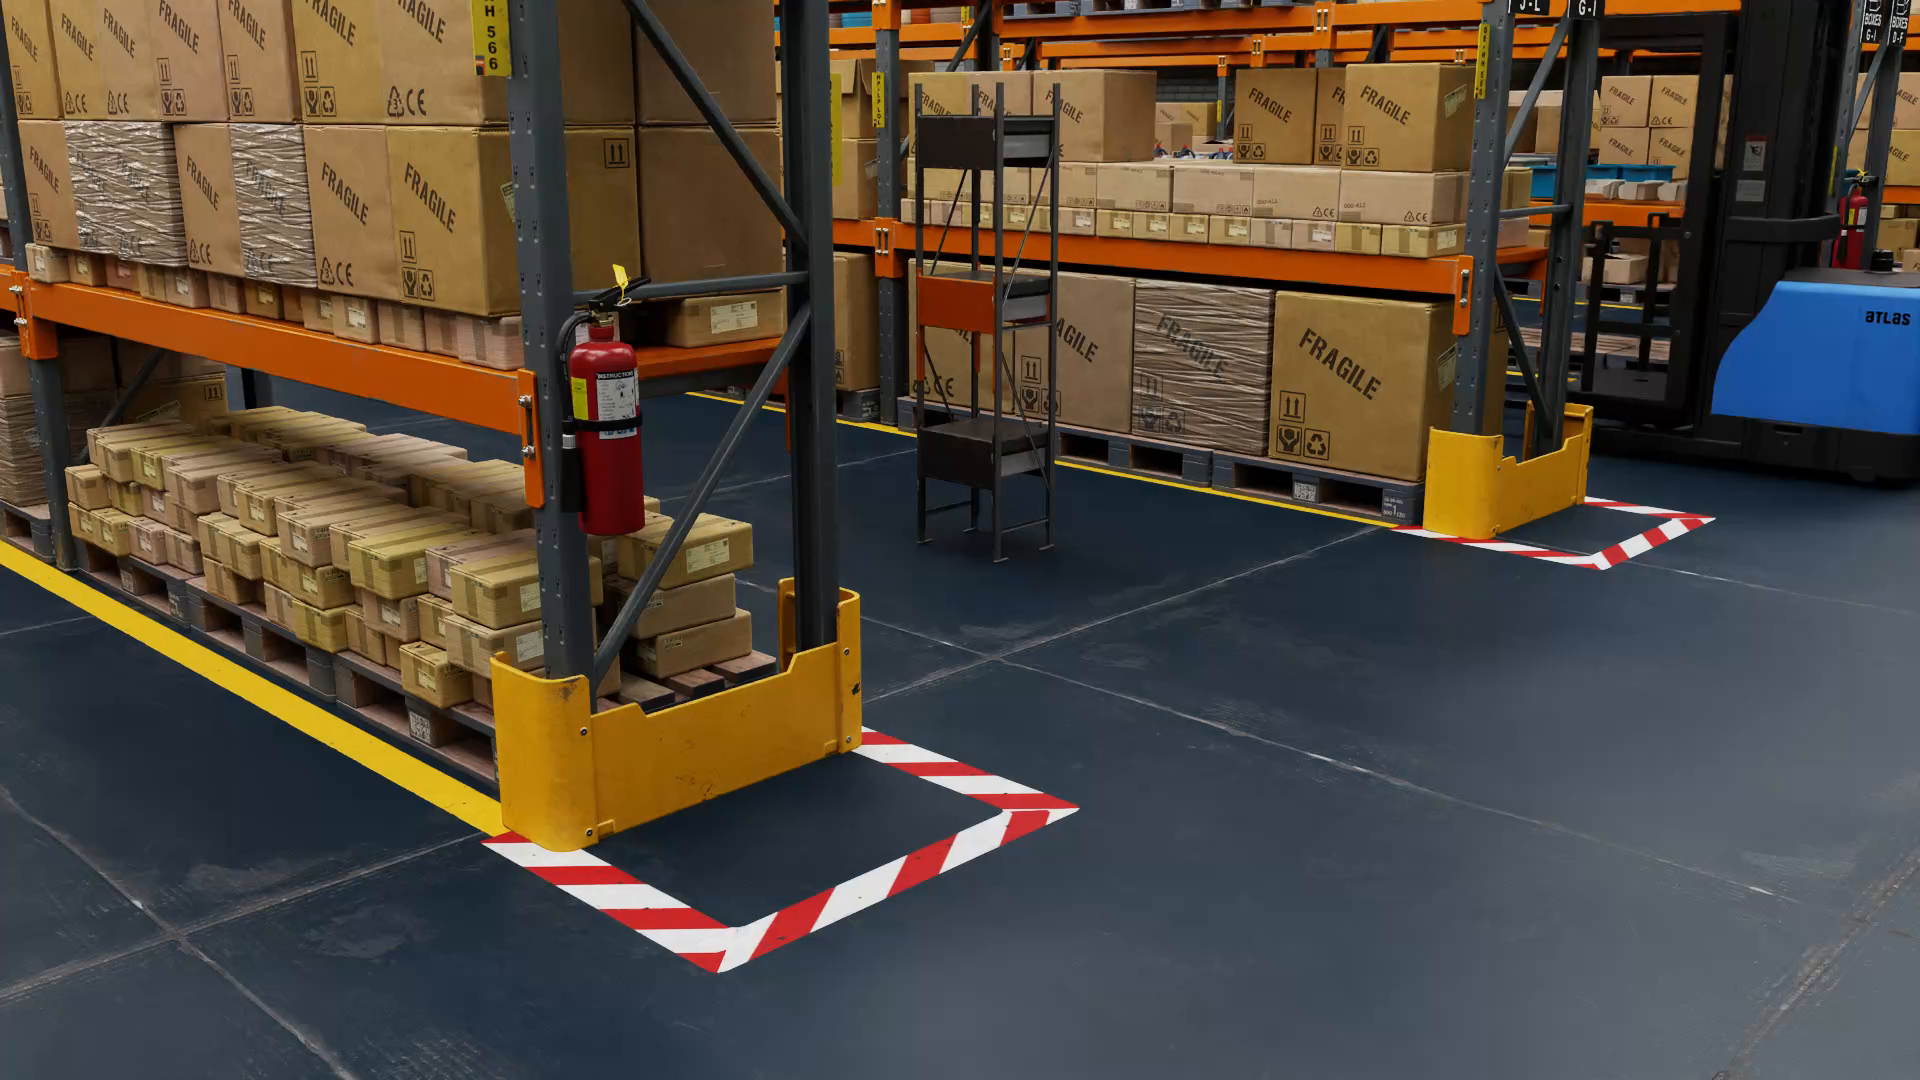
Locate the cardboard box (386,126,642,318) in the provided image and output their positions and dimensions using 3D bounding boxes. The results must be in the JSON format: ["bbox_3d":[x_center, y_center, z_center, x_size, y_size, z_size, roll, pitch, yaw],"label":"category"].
[{"bbox_3d":[-1.268,-0.926,4.748,0.500,0.500,0.500,-14,20,-43],"label":"cardboard box"}]

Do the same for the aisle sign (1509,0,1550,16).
[{"bbox_3d":[2.593,-2.775,7.478,0.004,0.787,0.394,14,20,42],"label":"aisle sign"}]

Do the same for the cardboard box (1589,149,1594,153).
[{"bbox_3d":[8.493,-5.204,22.412,0.250,0.149,0.380,14,20,43],"label":"cardboard box"}]

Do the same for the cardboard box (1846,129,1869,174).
[{"bbox_3d":[8.386,-3.638,15.745,0.500,0.500,0.500,14,20,43],"label":"cardboard box"}]

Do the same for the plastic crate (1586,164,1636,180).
[{"bbox_3d":[5.074,-2.817,13.008,0.300,0.233,0.416,14,20,42],"label":"plastic crate"}]

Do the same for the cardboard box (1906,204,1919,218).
[{"bbox_3d":[11.624,-3.974,20.072,0.250,0.149,0.380,13,20,41],"label":"cardboard box"}]

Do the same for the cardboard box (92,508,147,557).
[{"bbox_3d":[-3.415,-0.057,7.022,0.380,0.149,0.250,-14,20,-43],"label":"cardboard box"}]

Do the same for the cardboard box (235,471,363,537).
[{"bbox_3d":[-2.434,-0.137,6.151,0.250,0.149,0.380,14,20,42],"label":"cardboard box"}]

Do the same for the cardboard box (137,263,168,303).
[{"bbox_3d":[-2.875,-0.998,6.310,0.380,0.149,0.250,-14,20,-43],"label":"cardboard box"}]

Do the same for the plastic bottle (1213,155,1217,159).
[{"bbox_3d":[2.406,-3.476,15.570,0.135,0.276,0.152,14,20,42],"label":"plastic bottle"}]

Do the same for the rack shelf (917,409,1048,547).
[{"bbox_3d":[0.119,-0.297,7.736,0.480,0.518,0.431,14,20,42],"label":"rack shelf"}]

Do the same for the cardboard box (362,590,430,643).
[{"bbox_3d":[-1.719,0.200,5.448,0.250,0.149,0.380,13,19,40],"label":"cardboard box"}]

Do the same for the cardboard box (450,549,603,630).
[{"bbox_3d":[-1.323,0.140,5.086,0.250,0.149,0.380,14,20,43],"label":"cardboard box"}]

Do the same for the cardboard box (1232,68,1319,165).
[{"bbox_3d":[1.854,-2.329,9.140,0.500,0.500,0.500,13,19,41],"label":"cardboard box"}]

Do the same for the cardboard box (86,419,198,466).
[{"bbox_3d":[-3.541,-0.415,7.218,0.380,0.149,0.250,-14,20,-42],"label":"cardboard box"}]

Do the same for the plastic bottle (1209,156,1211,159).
[{"bbox_3d":[2.247,-3.309,14.939,0.097,0.271,0.097,0,15,0],"label":"plastic bottle"}]

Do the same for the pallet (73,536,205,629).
[{"bbox_3d":[-3.137,0.059,7.288,1.213,0.211,1.003,14,20,42],"label":"pallet"}]

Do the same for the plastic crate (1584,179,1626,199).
[{"bbox_3d":[4.833,-2.641,12.521,0.250,0.136,0.298,14,20,42],"label":"plastic crate"}]

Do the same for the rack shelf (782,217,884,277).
[{"bbox_3d":[-1.570,-2.286,12.184,4.000,0.370,1.077,14,20,42],"label":"rack shelf"}]

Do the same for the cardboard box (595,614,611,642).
[{"bbox_3d":[-1.166,0.294,5.676,0.250,0.149,0.380,14,20,42],"label":"cardboard box"}]

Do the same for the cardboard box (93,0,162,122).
[{"bbox_3d":[-2.765,-1.773,6.016,0.500,0.500,0.500,14,20,43],"label":"cardboard box"}]

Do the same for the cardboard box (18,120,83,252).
[{"bbox_3d":[-3.464,-1.462,6.804,0.500,0.500,0.500,13,20,41],"label":"cardboard box"}]

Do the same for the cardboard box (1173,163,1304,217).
[{"bbox_3d":[1.485,-1.870,8.868,0.500,0.250,0.500,13,19,40],"label":"cardboard box"}]

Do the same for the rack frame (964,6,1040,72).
[{"bbox_3d":[0.429,-3.883,16.887,0.127,3.000,1.000,14,20,42],"label":"rack frame"}]

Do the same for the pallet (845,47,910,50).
[{"bbox_3d":[-1.399,-7.462,24.848,1.213,0.211,1.003,14,20,42],"label":"pallet"}]

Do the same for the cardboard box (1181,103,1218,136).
[{"bbox_3d":[3.871,-6.708,26.499,0.500,0.500,0.500,14,20,42],"label":"cardboard box"}]

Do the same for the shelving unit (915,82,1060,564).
[{"bbox_3d":[0.119,-0.987,7.556,0.503,2.100,0.431,14,20,42],"label":"shelving unit"}]

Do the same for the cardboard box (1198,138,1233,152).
[{"bbox_3d":[3.360,-4.930,21.082,0.500,0.311,0.500,13,20,42],"label":"cardboard box"}]

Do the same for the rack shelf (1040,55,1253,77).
[{"bbox_3d":[2.986,-7.835,27.531,4.000,0.370,1.077,14,20,42],"label":"rack shelf"}]

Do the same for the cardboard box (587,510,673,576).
[{"bbox_3d":[-1.189,0.007,5.597,0.380,0.149,0.250,-14,20,-43],"label":"cardboard box"}]

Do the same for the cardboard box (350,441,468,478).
[{"bbox_3d":[-2.219,-0.283,6.711,0.250,0.149,0.380,13,19,40],"label":"cardboard box"}]

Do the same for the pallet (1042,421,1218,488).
[{"bbox_3d":[1.246,-0.574,9.717,1.213,0.211,1.003,14,20,42],"label":"pallet"}]

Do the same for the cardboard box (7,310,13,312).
[{"bbox_3d":[-4.743,-1.118,8.912,0.500,0.250,0.500,-14,20,-42],"label":"cardboard box"}]

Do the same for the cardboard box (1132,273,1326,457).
[{"bbox_3d":[1.578,-1.016,9.263,0.875,0.875,0.875,14,20,42],"label":"cardboard box"}]

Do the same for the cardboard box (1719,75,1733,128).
[{"bbox_3d":[7.634,-4.300,16.305,0.500,0.500,0.500,13,19,41],"label":"cardboard box"}]

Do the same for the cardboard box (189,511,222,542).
[{"bbox_3d":[-2.788,-0.083,6.535,0.380,0.149,0.250,-13,20,-42],"label":"cardboard box"}]

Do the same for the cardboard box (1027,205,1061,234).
[{"bbox_3d":[0.606,-1.868,9.651,0.250,0.149,0.380,13,20,41],"label":"cardboard box"}]

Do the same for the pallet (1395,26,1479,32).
[{"bbox_3d":[5.579,-5.750,18.475,1.003,0.211,1.213,14,20,42],"label":"pallet"}]

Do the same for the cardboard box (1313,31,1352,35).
[{"bbox_3d":[4.574,-6.122,19.332,0.500,0.500,0.910,14,20,42],"label":"cardboard box"}]

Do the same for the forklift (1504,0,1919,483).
[{"bbox_3d":[4.252,-2.009,9.830,3.031,2.935,1.130,12,19,39],"label":"forklift"}]

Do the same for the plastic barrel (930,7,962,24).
[{"bbox_3d":[-0.012,-5.761,17.148,0.600,0.901,0.600,0,15,0],"label":"plastic barrel"}]

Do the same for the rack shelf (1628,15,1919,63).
[{"bbox_3d":[8.189,-4.835,16.017,4.000,0.370,1.077,14,20,42],"label":"rack shelf"}]

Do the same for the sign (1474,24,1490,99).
[{"bbox_3d":[2.363,-2.163,7.519,0.005,0.325,0.100,14,20,42],"label":"sign"}]

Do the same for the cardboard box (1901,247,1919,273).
[{"bbox_3d":[9.066,-2.435,15.415,0.500,0.500,0.500,14,20,42],"label":"cardboard box"}]

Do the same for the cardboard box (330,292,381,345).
[{"bbox_3d":[-1.741,-0.718,5.236,0.380,0.149,0.250,-14,20,-43],"label":"cardboard box"}]

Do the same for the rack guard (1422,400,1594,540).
[{"bbox_3d":[2.767,-0.370,8.362,0.348,0.500,1.175,14,20,42],"label":"rack guard"}]

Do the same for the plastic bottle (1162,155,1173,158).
[{"bbox_3d":[1.910,-3.350,15.086,0.135,0.276,0.152,14,20,42],"label":"plastic bottle"}]

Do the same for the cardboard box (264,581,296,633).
[{"bbox_3d":[-2.272,0.206,6.012,0.380,0.149,0.250,-14,20,-43],"label":"cardboard box"}]

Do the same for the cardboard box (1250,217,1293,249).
[{"bbox_3d":[1.717,-1.599,8.617,0.250,0.149,0.380,14,20,43],"label":"cardboard box"}]

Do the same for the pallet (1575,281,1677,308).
[{"bbox_3d":[7.243,-2.612,17.538,1.213,0.211,1.003,14,20,42],"label":"pallet"}]

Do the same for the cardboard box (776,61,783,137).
[{"bbox_3d":[-1.081,-3.051,11.503,0.637,0.503,0.797,14,20,43],"label":"cardboard box"}]
